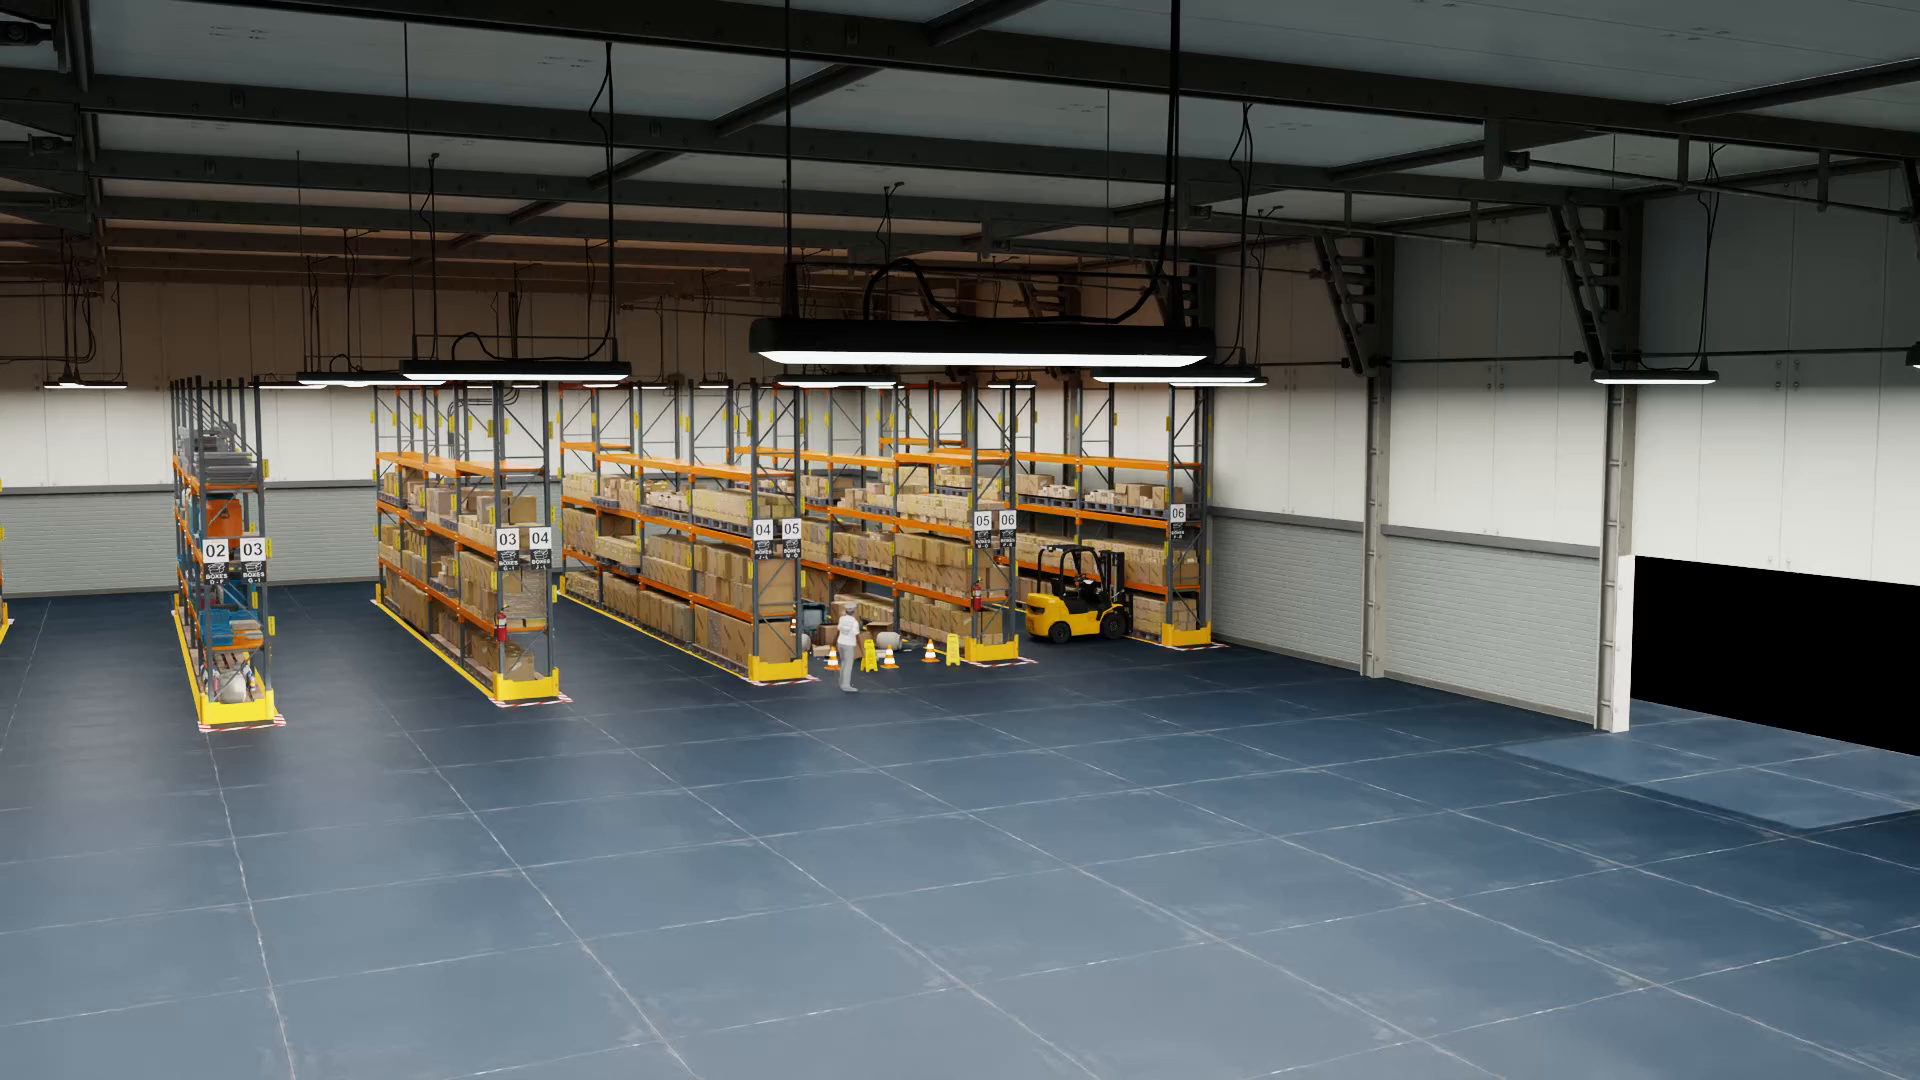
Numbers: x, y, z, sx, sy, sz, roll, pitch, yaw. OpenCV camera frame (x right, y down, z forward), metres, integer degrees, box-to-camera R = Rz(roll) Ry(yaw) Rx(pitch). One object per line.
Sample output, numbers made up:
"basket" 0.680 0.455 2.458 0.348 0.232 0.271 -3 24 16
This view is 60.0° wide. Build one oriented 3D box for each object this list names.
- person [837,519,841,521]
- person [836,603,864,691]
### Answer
"person" -3.510 0.264 48.079 0.630 1.770 0.417 4 7 39
"person" -2.145 2.066 31.938 0.526 1.708 0.622 -4 7 -40
